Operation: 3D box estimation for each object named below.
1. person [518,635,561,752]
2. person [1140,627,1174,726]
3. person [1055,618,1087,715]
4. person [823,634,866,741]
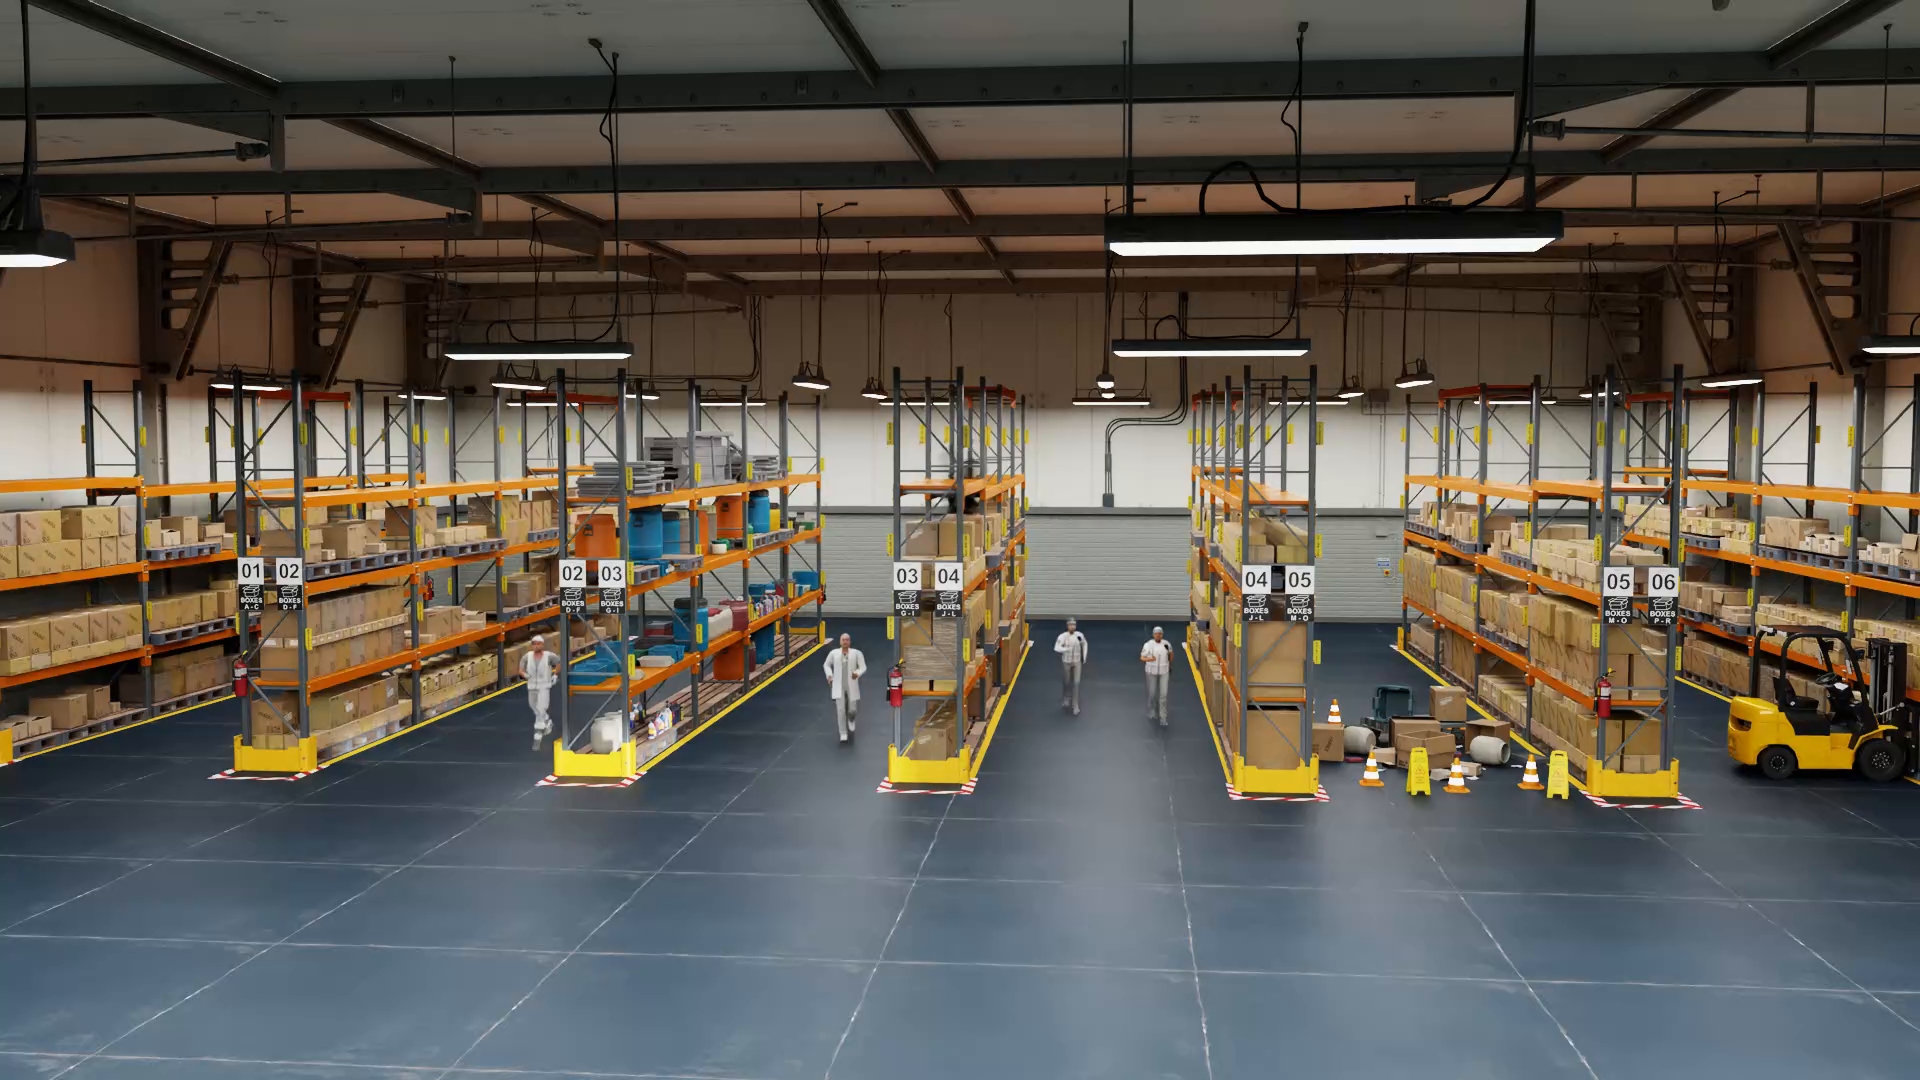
[{"bbox_3d":[-6.826,2.443,26.941,0.621,1.818,1.088,1,4,8],"label":"person"},{"bbox_3d":[3.445,2.338,28.980,0.602,1.663,0.913,0,4,2],"label":"person"},{"bbox_3d":[2.024,2.256,30.283,0.629,1.722,0.866,0,4,-3],"label":"person"},{"bbox_3d":[-1.913,2.420,27.573,0.715,1.735,0.826,0,4,-3],"label":"person"}]
